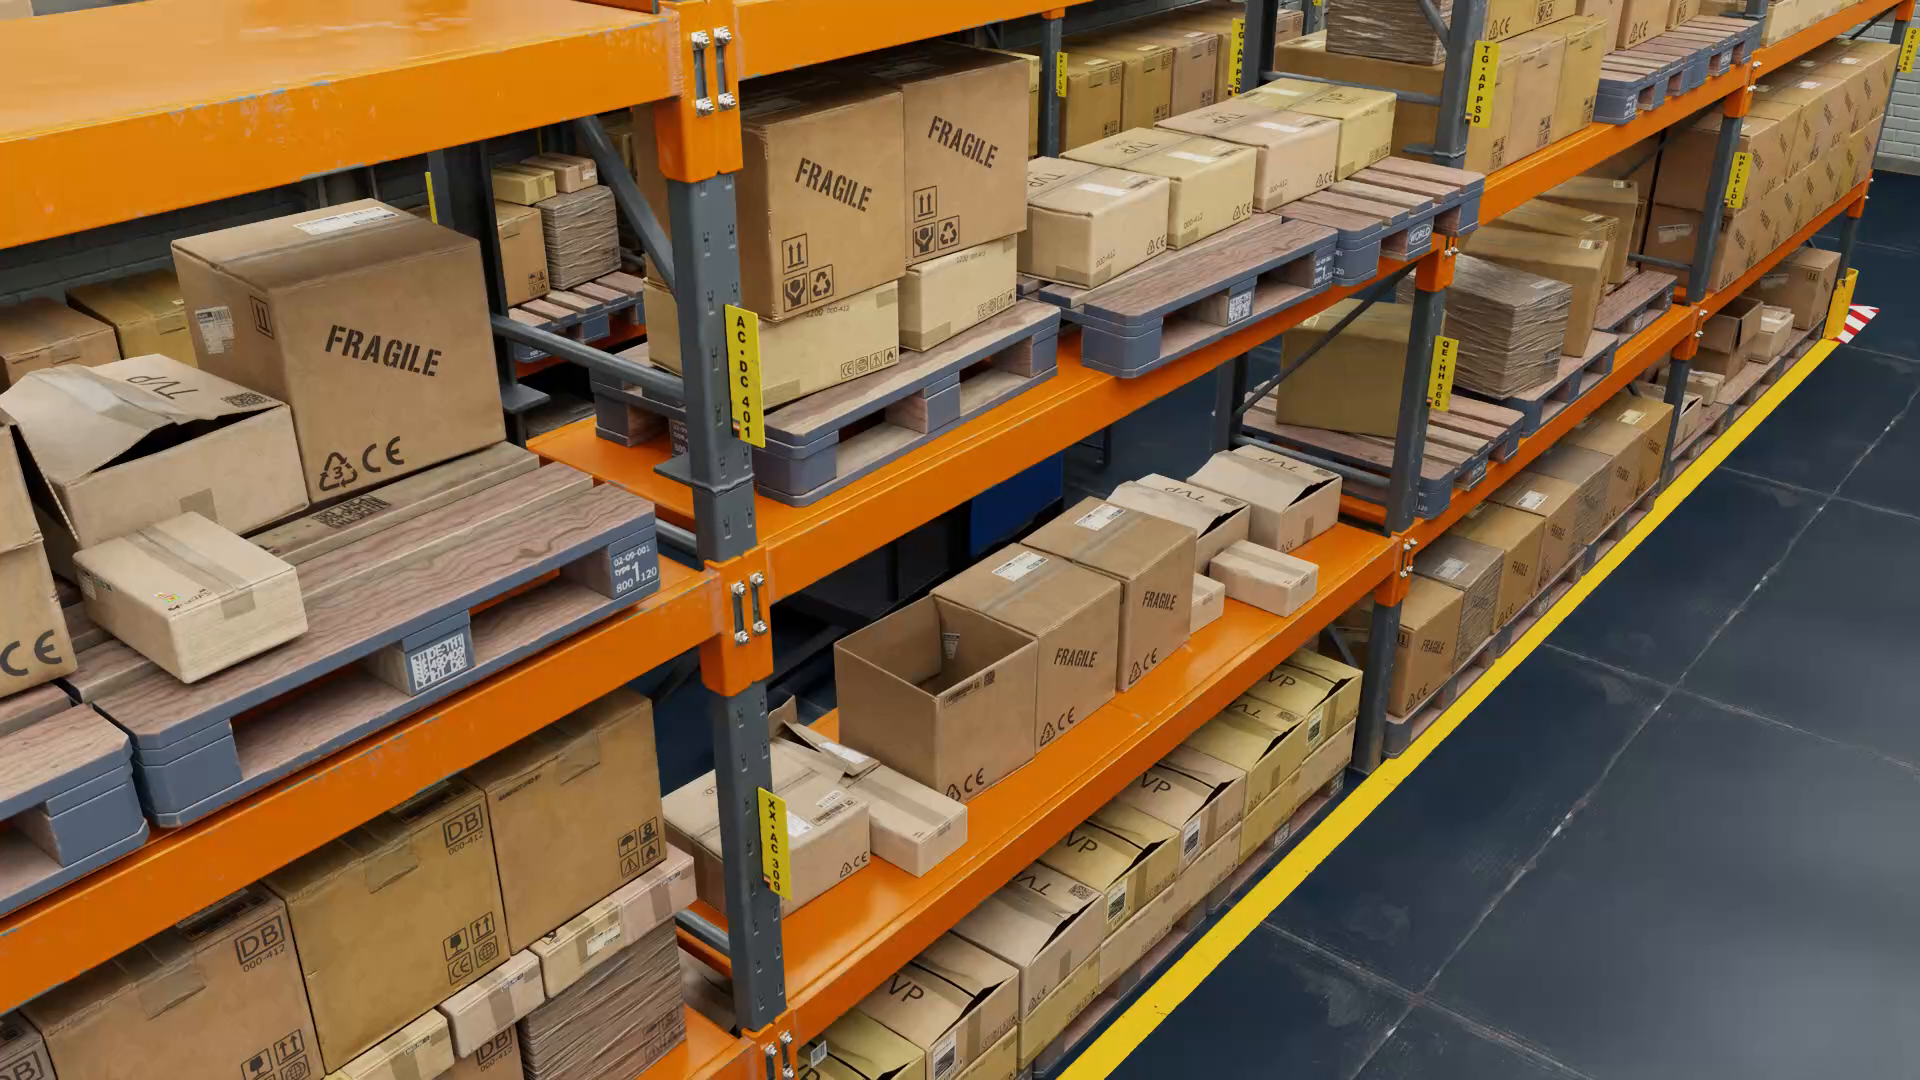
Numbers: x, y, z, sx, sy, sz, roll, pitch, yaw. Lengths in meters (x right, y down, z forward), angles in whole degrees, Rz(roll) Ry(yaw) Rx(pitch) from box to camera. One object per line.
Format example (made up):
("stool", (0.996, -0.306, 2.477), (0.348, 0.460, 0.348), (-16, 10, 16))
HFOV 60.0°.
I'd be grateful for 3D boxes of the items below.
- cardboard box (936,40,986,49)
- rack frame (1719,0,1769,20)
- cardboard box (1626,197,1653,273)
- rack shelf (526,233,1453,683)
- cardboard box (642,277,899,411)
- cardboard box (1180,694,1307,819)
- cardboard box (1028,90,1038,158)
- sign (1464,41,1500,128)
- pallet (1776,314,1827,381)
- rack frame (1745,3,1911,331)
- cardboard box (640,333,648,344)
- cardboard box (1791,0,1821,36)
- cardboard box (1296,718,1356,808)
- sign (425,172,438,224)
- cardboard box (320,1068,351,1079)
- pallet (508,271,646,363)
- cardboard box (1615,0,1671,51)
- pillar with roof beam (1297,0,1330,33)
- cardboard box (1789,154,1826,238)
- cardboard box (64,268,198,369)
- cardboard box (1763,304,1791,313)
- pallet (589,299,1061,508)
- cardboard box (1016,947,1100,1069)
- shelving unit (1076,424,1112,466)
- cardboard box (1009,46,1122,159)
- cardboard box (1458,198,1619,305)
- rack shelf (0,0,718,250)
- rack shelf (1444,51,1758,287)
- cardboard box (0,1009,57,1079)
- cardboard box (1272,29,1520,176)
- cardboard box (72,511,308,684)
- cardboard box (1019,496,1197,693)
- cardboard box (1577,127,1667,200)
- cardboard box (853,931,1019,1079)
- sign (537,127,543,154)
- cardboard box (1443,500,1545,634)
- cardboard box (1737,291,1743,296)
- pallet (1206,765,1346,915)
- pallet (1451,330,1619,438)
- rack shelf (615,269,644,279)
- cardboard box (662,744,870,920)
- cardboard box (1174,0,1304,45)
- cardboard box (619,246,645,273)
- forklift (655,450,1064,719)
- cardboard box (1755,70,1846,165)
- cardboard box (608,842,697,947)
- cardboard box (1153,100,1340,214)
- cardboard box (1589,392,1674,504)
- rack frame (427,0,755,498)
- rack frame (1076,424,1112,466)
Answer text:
("cardboard box", (-0.149, -3.650, 12.771), (0.500, 0.250, 0.500), (22, 35, 36))
("rack frame", (4.170, -4.437, 9.033), (1.000, 3.000, 0.127), (21, 34, 34))
("cardboard box", (4.290, -2.069, 10.876), (0.500, 0.500, 0.500), (21, 34, 35))
("rack shelf", (0.353, -0.658, 5.775), (1.077, 0.370, 4.000), (21, 34, 34))
("cardboard box", (-0.519, -0.604, 4.594), (0.500, 0.250, 0.500), (-24, 36, -38))
("cardboard box", (1.157, 0.875, 7.218), (0.500, 0.311, 0.500), (20, 34, 34))
("cardboard box", (0.246, -3.167, 12.653), (0.500, 0.500, 0.500), (20, 33, 34))
("sign", (2.049, -1.786, 6.525), (0.100, 0.325, 0.005), (21, 34, 34))
("pallet", (6.159, -1.642, 13.195), (1.003, 0.211, 1.213), (21, 34, 34))
("rack frame", (6.714, -3.191, 13.153), (1.000, 3.000, 0.127), (21, 34, 34))
("cardboard box", (-1.630, -1.255, 11.293), (0.750, 0.750, 0.750), (20, 34, 34))
("cardboard box", (4.991, -3.314, 10.291), (0.500, 0.250, 0.500), (21, 34, 34))
("cardboard box", (1.479, 0.938, 7.707), (0.500, 0.250, 0.500), (22, 34, 36))
("sign", (-1.344, -0.793, 4.348), (0.100, 0.325, 0.005), (21, 34, 34))
("cardboard box", (-1.575, 1.251, 3.753), (0.380, 0.149, 0.250), (21, 34, 34))
("pallet", (-2.570, -1.432, 9.962), (1.213, 0.211, 1.003), (21, 34, 34))
("cardboard box", (3.385, -2.979, 8.805), (0.600, 0.600, 0.600), (20, 34, 34))
("pillar with roof beam", (7.261, -7.253, 14.477), (9.100, 9.000, 0.400), (21, 34, 34))
("cardboard box", (5.670, -2.458, 11.628), (0.500, 0.500, 0.500), (20, 34, 34))
("cardboard box", (-4.032, -0.989, 8.309), (0.500, 0.500, 0.700), (-24, 36, -39))
("cardboard box", (6.231, -1.745, 12.964), (0.380, 0.166, 0.250), (21, 34, 34))
("pallet", (-0.368, -0.500, 4.895), (0.805, 0.209, 1.217), (19, 33, 32))
("cardboard box", (0.183, 1.663, 6.307), (0.500, 0.250, 0.500), (20, 33, 33))
("shelving unit", (0.513, -1.046, 10.640), (0.538, 1.500, 1.048), (18, 32, 30))
("cardboard box", (0.703, -3.540, 13.501), (0.980, 0.700, 0.700), (21, 34, 35))
("cardboard box", (3.307, -1.638, 9.587), (0.500, 0.500, 0.700), (-22, 35, -36))
("rack shelf", (-2.191, -0.394, 2.437), (1.077, 0.370, 4.000), (21, 34, 34))
("rack shelf", (2.898, -2.076, 8.517), (1.077, 0.370, 4.000), (21, 34, 34))
("cardboard box", (-2.154, 1.136, 3.268), (0.700, 0.500, 0.500), (21, 34, 34))
("cardboard box", (1.877, -1.895, 7.276), (0.910, 0.500, 0.500), (21, 34, 34))
("cardboard box", (-1.475, 0.102, 3.187), (0.380, 0.149, 0.250), (21, 34, 34))
("cardboard box", (0.571, 0.201, 6.488), (0.500, 0.500, 0.500), (19, 33, 32))
("cardboard box", (4.292, -2.516, 10.652), (0.500, 0.500, 0.500), (21, 34, 35))
("cardboard box", (-0.141, 1.600, 5.818), (0.500, 0.311, 0.500), (20, 34, 34))
("sign", (-2.630, -2.476, 10.511), (0.100, 0.325, 0.005), (21, 34, 34))
("cardboard box", (2.787, 0.119, 8.997), (0.500, 0.500, 0.500), (20, 34, 34))
("cardboard box", (5.831, -1.878, 13.128), (0.500, 0.250, 0.500), (21, 34, 34))
("pallet", (1.072, 1.165, 7.769), (1.003, 0.211, 1.213), (21, 34, 34))
("pallet", (2.859, -0.960, 9.050), (1.003, 0.211, 1.213), (21, 34, 34))
("rack shelf", (-0.927, -2.190, 12.002), (1.077, 0.370, 4.000), (21, 34, 34))
("cardboard box", (-0.639, 0.943, 5.325), (0.500, 0.250, 0.500), (23, 35, 37))
("cardboard box", (2.573, -4.586, 15.525), (0.980, 0.700, 0.700), (23, 35, 37))
("cardboard box", (-2.190, -1.888, 10.887), (0.380, 0.149, 0.250), (21, 34, 35))
("forklift", (-0.614, -0.893, 8.787), (1.130, 2.935, 3.031), (18, 32, 30))
("cardboard box", (5.670, -2.894, 11.383), (0.500, 0.500, 0.500), (22, 35, 36))
("cardboard box", (-0.926, 0.891, 4.449), (0.380, 0.149, 0.250), (21, 34, 34))
("cardboard box", (1.061, -1.438, 6.207), (0.500, 0.250, 0.500), (22, 34, 36))
("cardboard box", (4.077, -0.599, 10.385), (0.500, 0.500, 0.500), (21, 34, 34))
("rack frame", (-0.919, -1.601, 3.550), (1.000, 3.000, 0.127), (21, 34, 34))
("rack frame", (0.802, -1.239, 11.012), (0.500, 1.500, 0.032), (18, 32, 30))
